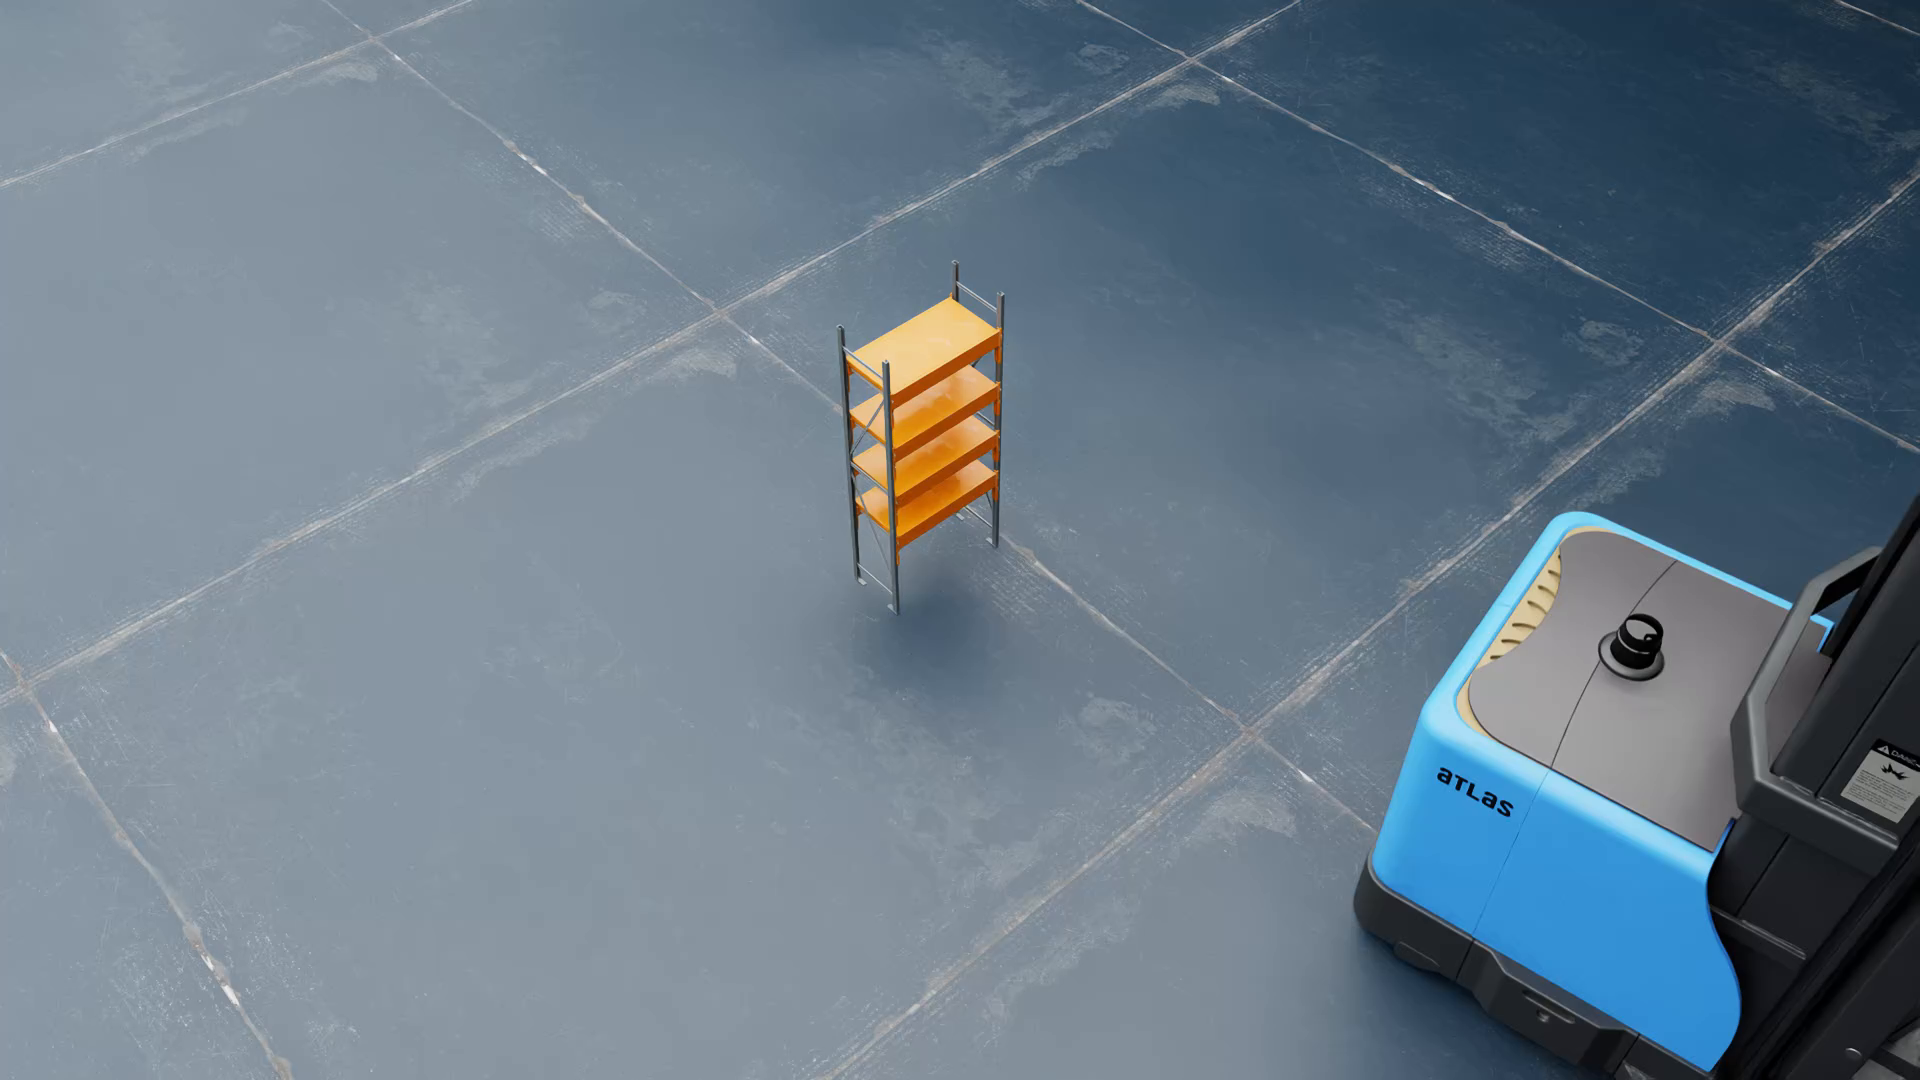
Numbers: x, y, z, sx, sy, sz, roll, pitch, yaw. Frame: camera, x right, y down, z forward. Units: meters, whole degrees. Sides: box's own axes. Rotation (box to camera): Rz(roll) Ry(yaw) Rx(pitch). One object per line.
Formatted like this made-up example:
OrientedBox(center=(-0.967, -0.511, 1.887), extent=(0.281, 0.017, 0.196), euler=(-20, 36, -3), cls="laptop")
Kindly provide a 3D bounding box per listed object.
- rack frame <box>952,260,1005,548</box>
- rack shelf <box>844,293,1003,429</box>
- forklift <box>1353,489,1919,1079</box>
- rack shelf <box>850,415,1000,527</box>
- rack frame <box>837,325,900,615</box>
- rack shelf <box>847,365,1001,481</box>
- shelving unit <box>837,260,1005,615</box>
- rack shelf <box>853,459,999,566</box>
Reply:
OrientedBox(center=(0.058, -0.446, 5.845), extent=(0.015, 1.200, 0.240), euler=(-34, 56, -27), cls="rack frame")
OrientedBox(center=(-0.122, -0.592, 5.445), extent=(0.480, 0.148, 0.258), euler=(-34, 56, -27), cls="rack shelf")
OrientedBox(center=(2.694, 0.557, 3.742), extent=(3.031, 2.935, 1.130), euler=(29, 53, 24), cls="forklift")
OrientedBox(center=(-0.122, -0.279, 5.783), extent=(0.480, 0.148, 0.258), euler=(-34, 56, -27), cls="rack shelf")
OrientedBox(center=(-0.303, -0.204, 5.622), extent=(0.015, 1.200, 0.240), euler=(-34, 56, -27), cls="rack frame")
OrientedBox(center=(-0.122, -0.431, 5.619), extent=(0.480, 0.148, 0.258), euler=(-34, 56, -27), cls="rack shelf")
OrientedBox(center=(-0.122, -0.325, 5.734), extent=(0.503, 1.200, 0.258), euler=(-34, 56, -27), cls="shelving unit")
OrientedBox(center=(-0.122, -0.145, 5.929), extent=(0.480, 0.148, 0.258), euler=(-34, 56, -27), cls="rack shelf")
